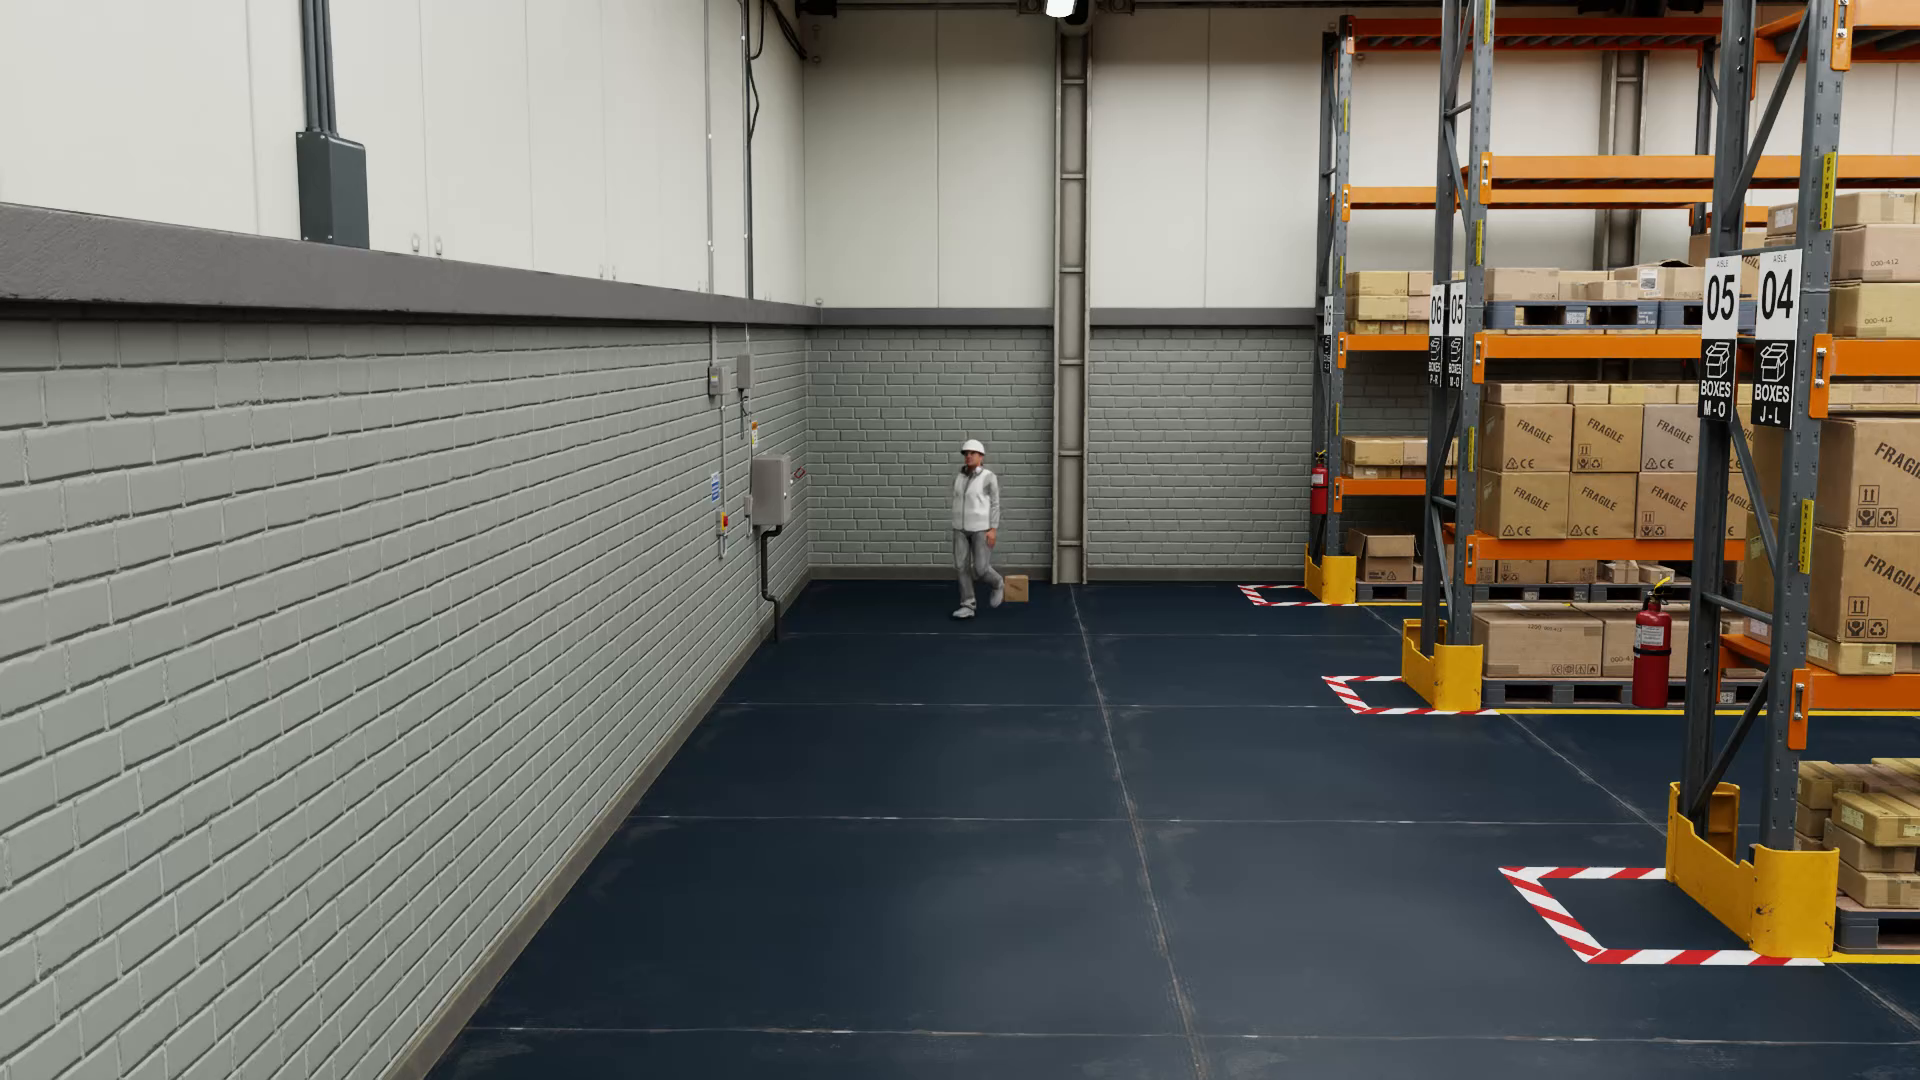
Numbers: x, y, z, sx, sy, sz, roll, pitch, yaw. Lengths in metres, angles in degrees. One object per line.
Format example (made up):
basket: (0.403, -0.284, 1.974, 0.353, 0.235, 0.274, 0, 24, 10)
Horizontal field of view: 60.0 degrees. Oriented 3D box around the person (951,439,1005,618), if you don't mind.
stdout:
person: (0.169, -0.122, 16.524, 0.539, 1.759, 0.670, 5, 8, 32)
